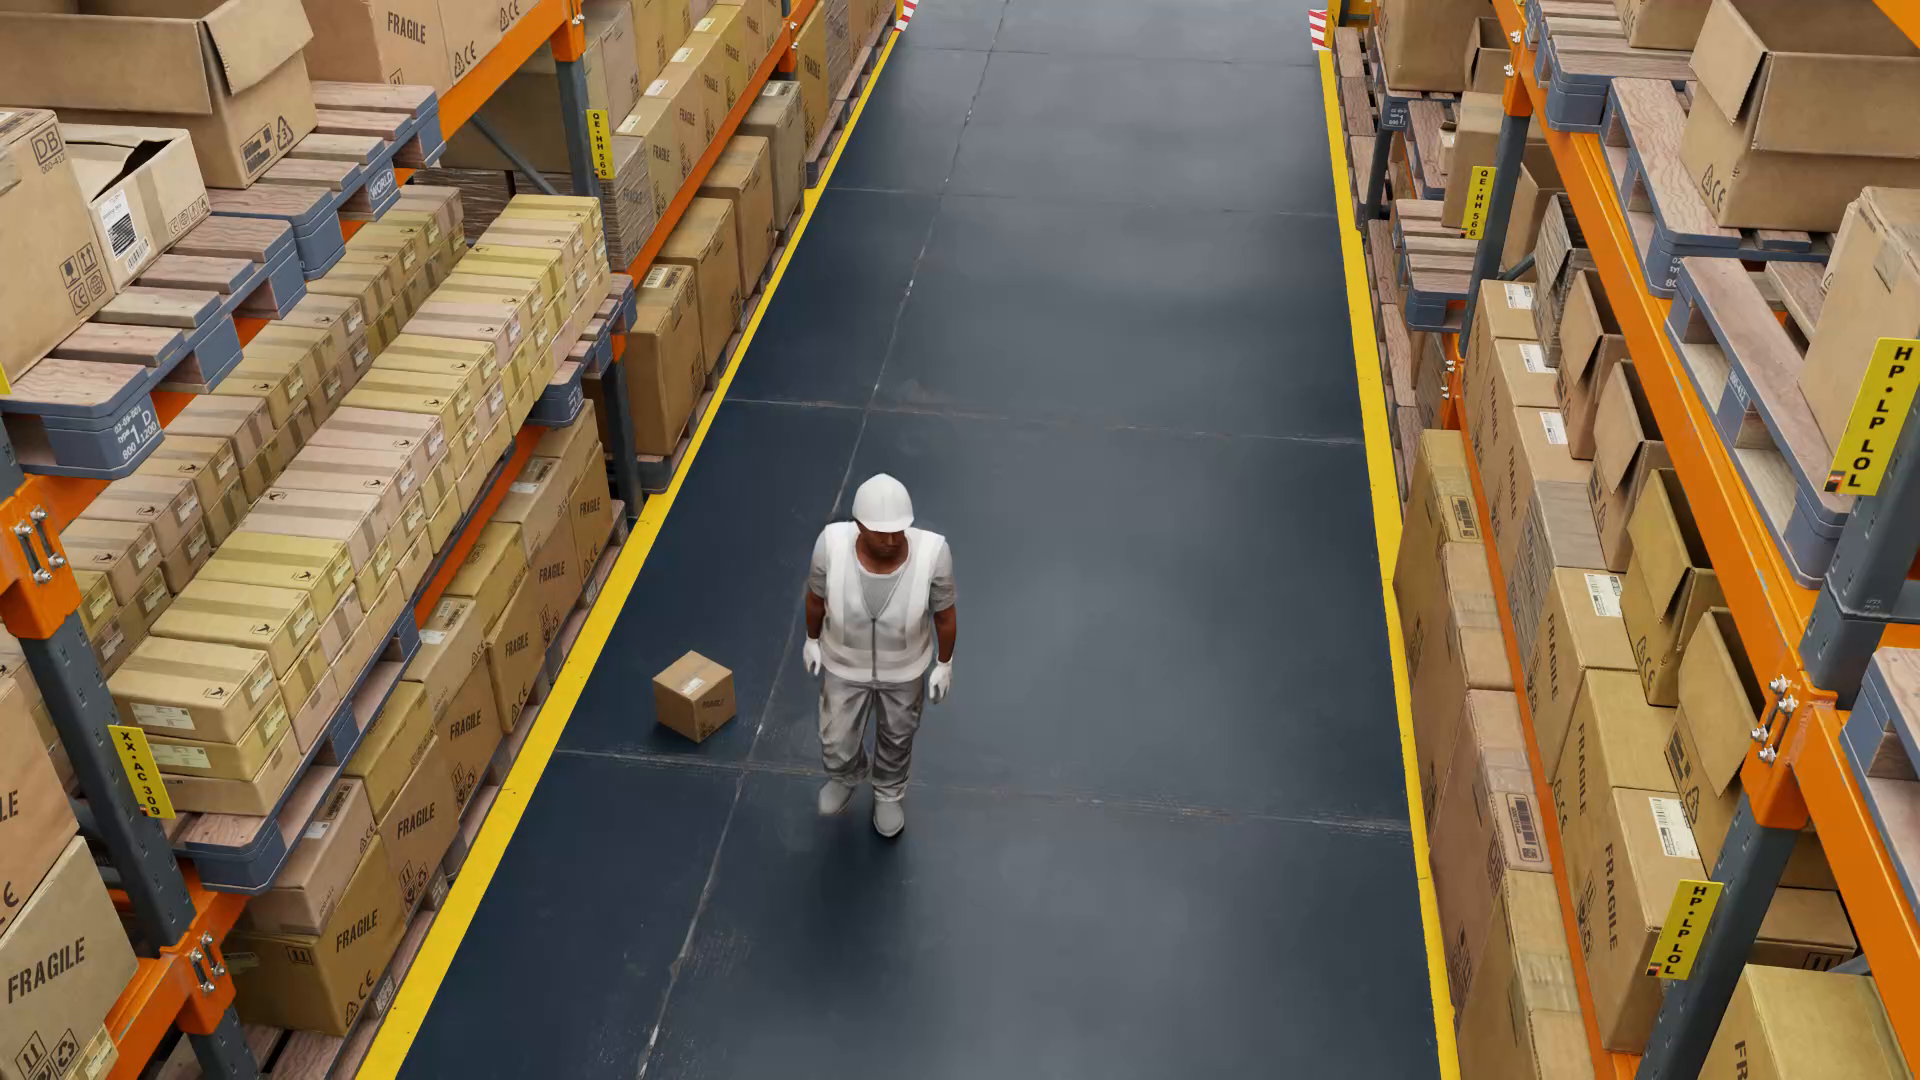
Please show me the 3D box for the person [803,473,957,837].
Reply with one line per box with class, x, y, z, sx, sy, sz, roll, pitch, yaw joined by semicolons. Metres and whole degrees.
person;-0.309;0.465;6.351;0.597;1.768;0.469;-1;36;-2
